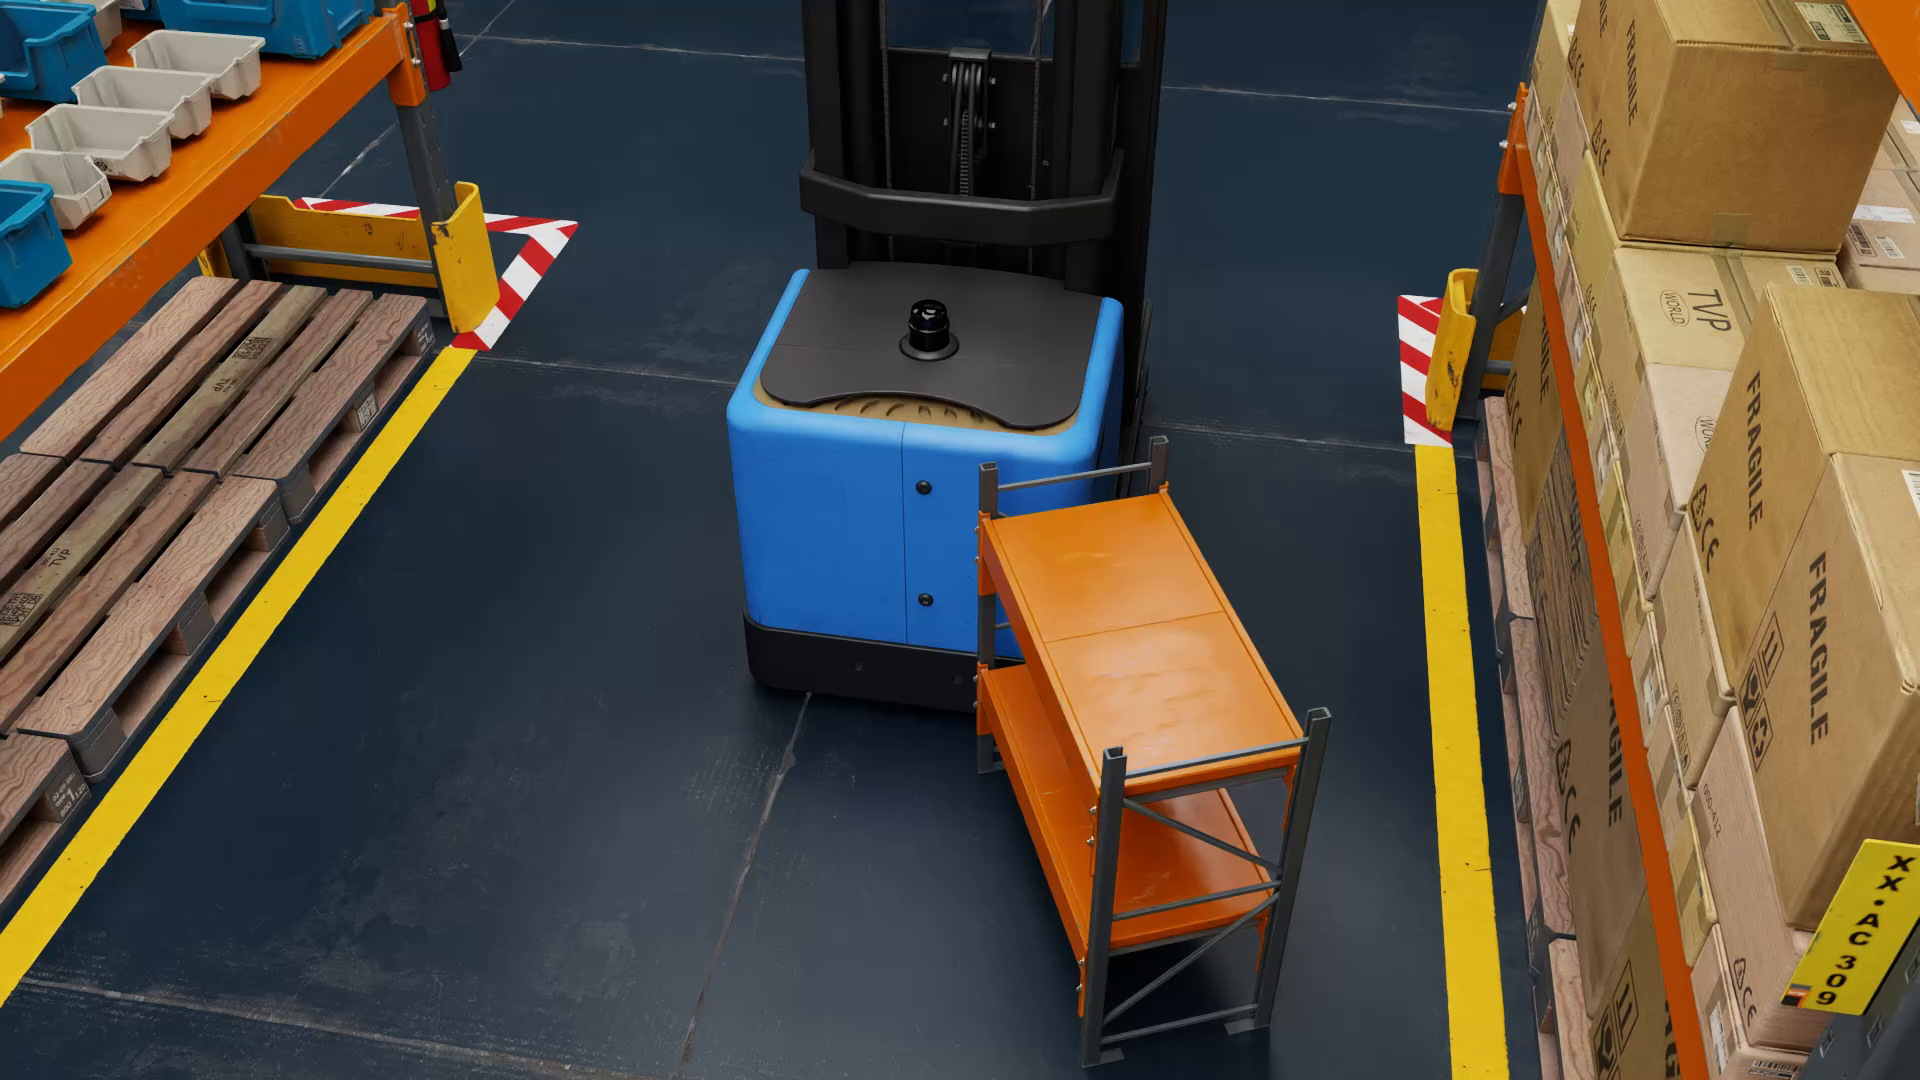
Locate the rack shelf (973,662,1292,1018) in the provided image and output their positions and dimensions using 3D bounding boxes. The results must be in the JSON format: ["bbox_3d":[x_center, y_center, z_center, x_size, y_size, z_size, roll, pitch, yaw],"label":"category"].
[{"bbox_3d":[0.419,0.713,4.389,0.538,0.278,1.000,-9,40,-11],"label":"rack shelf"}]

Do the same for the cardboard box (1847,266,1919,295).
[{"bbox_3d":[2.276,-0.358,3.713,0.500,0.250,0.500,6,40,8],"label":"cardboard box"}]

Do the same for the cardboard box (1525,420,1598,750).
[{"bbox_3d":[2.171,0.039,4.687,0.875,0.875,0.875,6,40,8],"label":"cardboard box"}]

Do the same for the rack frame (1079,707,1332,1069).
[{"bbox_3d":[0.544,0.838,3.853,0.500,1.125,0.032,-9,40,-11],"label":"rack frame"}]

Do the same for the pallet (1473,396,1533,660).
[{"bbox_3d":[2.300,-0.015,5.602,1.003,0.211,1.213,6,40,8],"label":"pallet"}]

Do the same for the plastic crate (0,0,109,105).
[{"bbox_3d":[-2.998,-1.573,5.383,0.416,0.233,0.300,6,40,8],"label":"plastic crate"}]

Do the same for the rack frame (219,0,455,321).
[{"bbox_3d":[-2.517,-2.146,5.992,1.000,3.000,0.127,6,40,8],"label":"rack frame"}]

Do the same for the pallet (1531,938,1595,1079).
[{"bbox_3d":[1.877,1.517,3.750,1.003,0.211,1.213,6,40,8],"label":"pallet"}]

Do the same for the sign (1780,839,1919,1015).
[{"bbox_3d":[1.122,0.486,2.066,0.100,0.325,0.005,6,40,8],"label":"sign"}]

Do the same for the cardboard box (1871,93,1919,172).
[{"bbox_3d":[2.450,-1.005,4.496,0.500,0.250,0.500,6,40,7],"label":"cardboard box"}]

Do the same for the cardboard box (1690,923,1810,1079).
[{"bbox_3d":[1.399,0.780,2.650,0.380,0.149,0.250,7,40,8],"label":"cardboard box"}]

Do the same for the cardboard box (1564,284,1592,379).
[{"bbox_3d":[1.754,-0.509,4.209,0.380,0.149,0.250,6,40,7],"label":"cardboard box"}]

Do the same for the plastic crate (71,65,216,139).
[{"bbox_3d":[-2.544,-1.355,5.195,0.396,0.136,0.243,6,40,8],"label":"plastic crate"}]

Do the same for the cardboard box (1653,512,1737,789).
[{"bbox_3d":[1.574,0.223,3.011,0.500,0.250,0.500,8,40,9],"label":"cardboard box"}]

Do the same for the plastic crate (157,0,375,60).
[{"bbox_3d":[-2.391,-1.952,5.682,0.616,0.435,0.499,6,40,8],"label":"plastic crate"}]

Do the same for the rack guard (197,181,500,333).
[{"bbox_3d":[-2.526,-1.199,6.808,1.175,0.500,0.348,6,40,8],"label":"rack guard"}]

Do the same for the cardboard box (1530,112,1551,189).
[{"bbox_3d":[1.931,-1.155,4.991,0.380,0.149,0.250,6,40,7],"label":"cardboard box"}]

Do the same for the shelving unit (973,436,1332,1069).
[{"bbox_3d":[0.419,0.525,4.233,0.538,1.125,1.048,-9,40,-11],"label":"shelving unit"}]

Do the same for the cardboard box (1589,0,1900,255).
[{"bbox_3d":[1.842,-1.035,3.943,0.500,0.500,0.500,5,40,6],"label":"cardboard box"}]

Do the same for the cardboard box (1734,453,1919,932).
[{"bbox_3d":[1.485,0.247,2.393,0.500,0.500,0.500,7,40,9],"label":"cardboard box"}]

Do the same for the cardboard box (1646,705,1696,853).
[{"bbox_3d":[1.488,0.457,3.040,0.380,0.149,0.250,6,40,7],"label":"cardboard box"}]

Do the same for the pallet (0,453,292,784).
[{"bbox_3d":[-2.912,0.205,5.336,1.003,0.211,1.213,6,40,8],"label":"pallet"}]

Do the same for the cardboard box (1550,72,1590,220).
[{"bbox_3d":[1.928,-1.058,4.560,0.500,0.250,0.500,6,40,7],"label":"cardboard box"}]

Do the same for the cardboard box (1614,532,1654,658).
[{"bbox_3d":[1.577,0.134,3.431,0.380,0.149,0.250,7,40,9],"label":"cardboard box"}]

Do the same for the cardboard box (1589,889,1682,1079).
[{"bbox_3d":[1.862,1.162,3.328,0.875,0.875,0.875,6,40,8],"label":"cardboard box"}]

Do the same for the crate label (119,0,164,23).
[{"bbox_3d":[-2.884,-1.986,5.882,0.416,0.233,0.303,6,40,8],"label":"crate label"}]

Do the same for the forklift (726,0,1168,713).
[{"bbox_3d":[0.112,-1.525,5.294,1.130,2.935,3.031,7,40,8],"label":"forklift"}]

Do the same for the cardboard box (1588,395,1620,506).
[{"bbox_3d":[1.666,-0.186,3.818,0.380,0.149,0.250,7,40,8],"label":"cardboard box"}]

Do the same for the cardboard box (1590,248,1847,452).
[{"bbox_3d":[1.753,-0.415,3.782,0.500,0.250,0.500,6,40,7],"label":"cardboard box"}]

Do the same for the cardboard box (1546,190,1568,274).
[{"bbox_3d":[1.844,-0.831,4.598,0.380,0.149,0.250,6,40,7],"label":"cardboard box"}]

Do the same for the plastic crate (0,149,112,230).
[{"bbox_3d":[-2.602,-0.990,4.753,0.298,0.136,0.250,6,40,8],"label":"plastic crate"}]

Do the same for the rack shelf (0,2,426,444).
[{"bbox_3d":[-2.863,-0.614,4.703,1.077,0.370,4.000,6,40,8],"label":"rack shelf"}]
